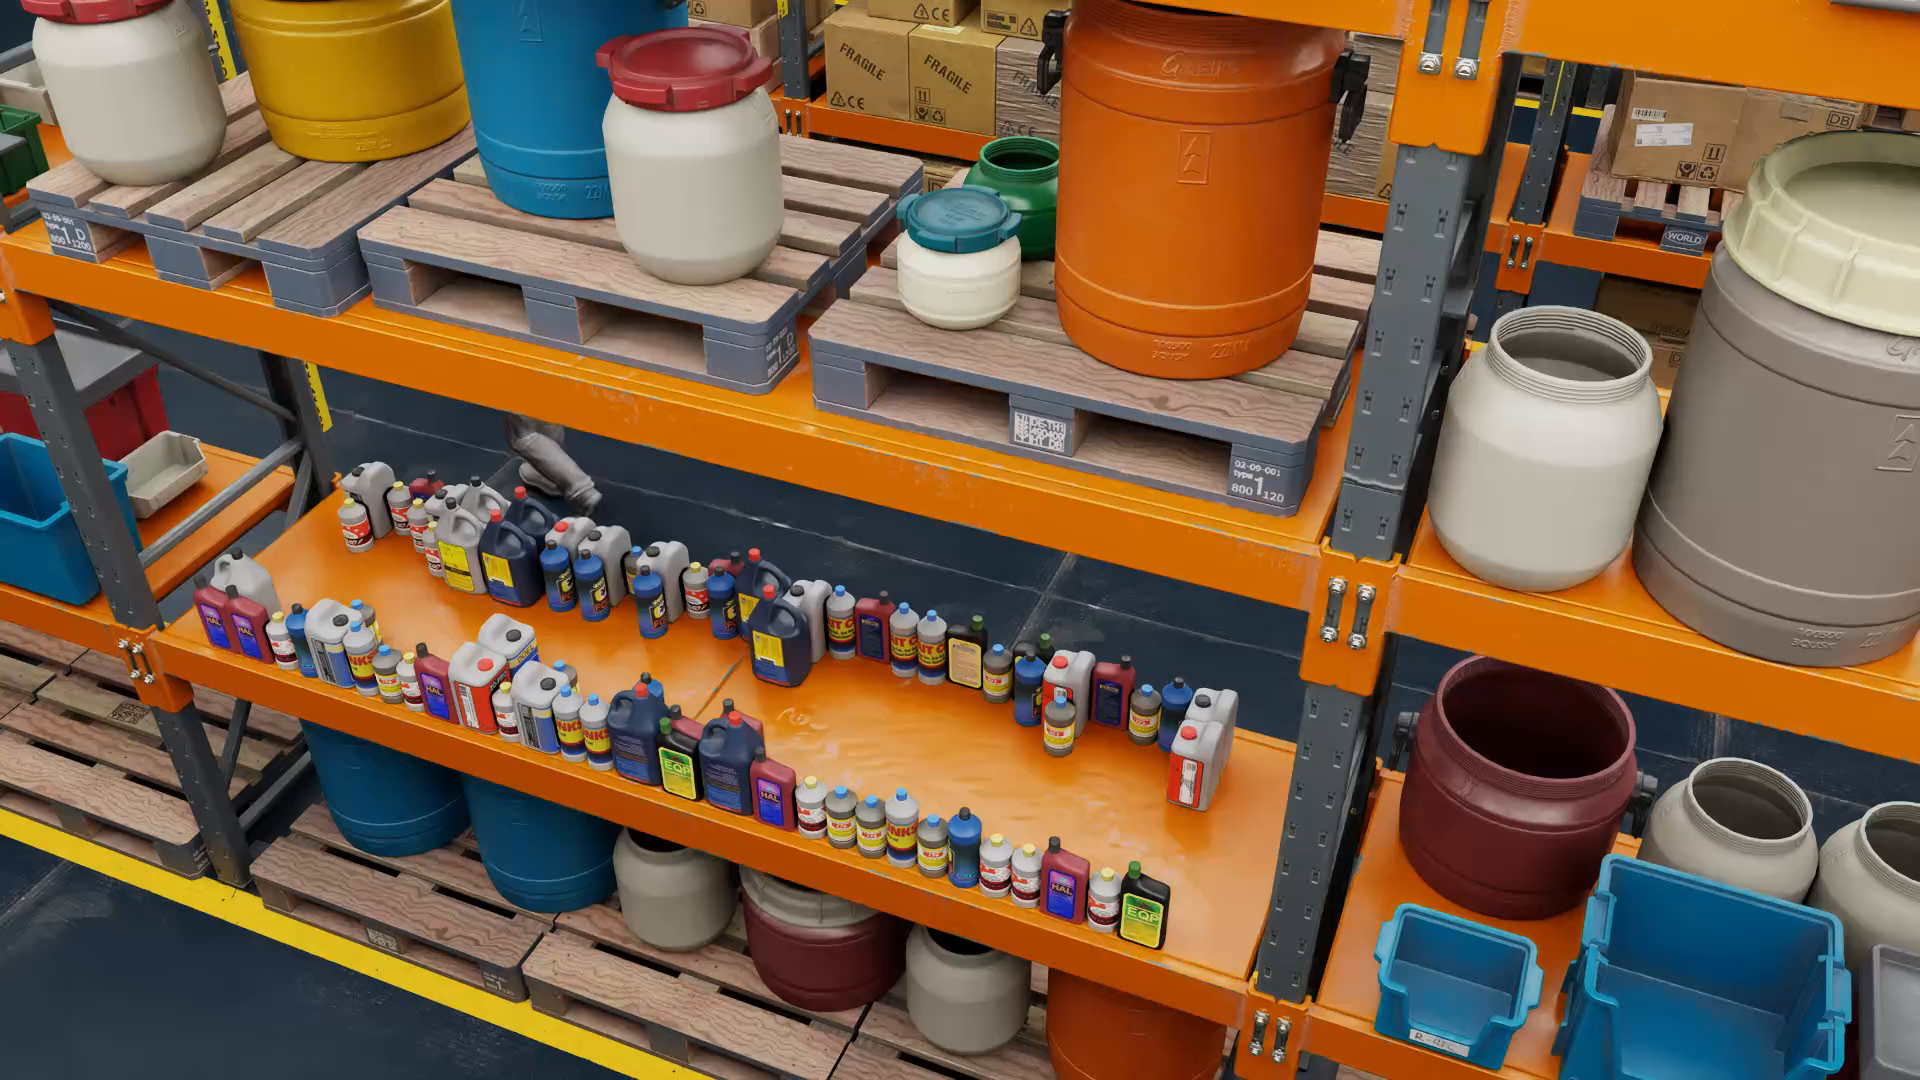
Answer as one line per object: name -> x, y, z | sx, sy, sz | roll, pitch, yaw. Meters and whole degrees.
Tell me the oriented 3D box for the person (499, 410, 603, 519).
person -> -1.998, -0.857, 7.903 | 0.812, 1.743, 0.569 | 25, 44, 29
